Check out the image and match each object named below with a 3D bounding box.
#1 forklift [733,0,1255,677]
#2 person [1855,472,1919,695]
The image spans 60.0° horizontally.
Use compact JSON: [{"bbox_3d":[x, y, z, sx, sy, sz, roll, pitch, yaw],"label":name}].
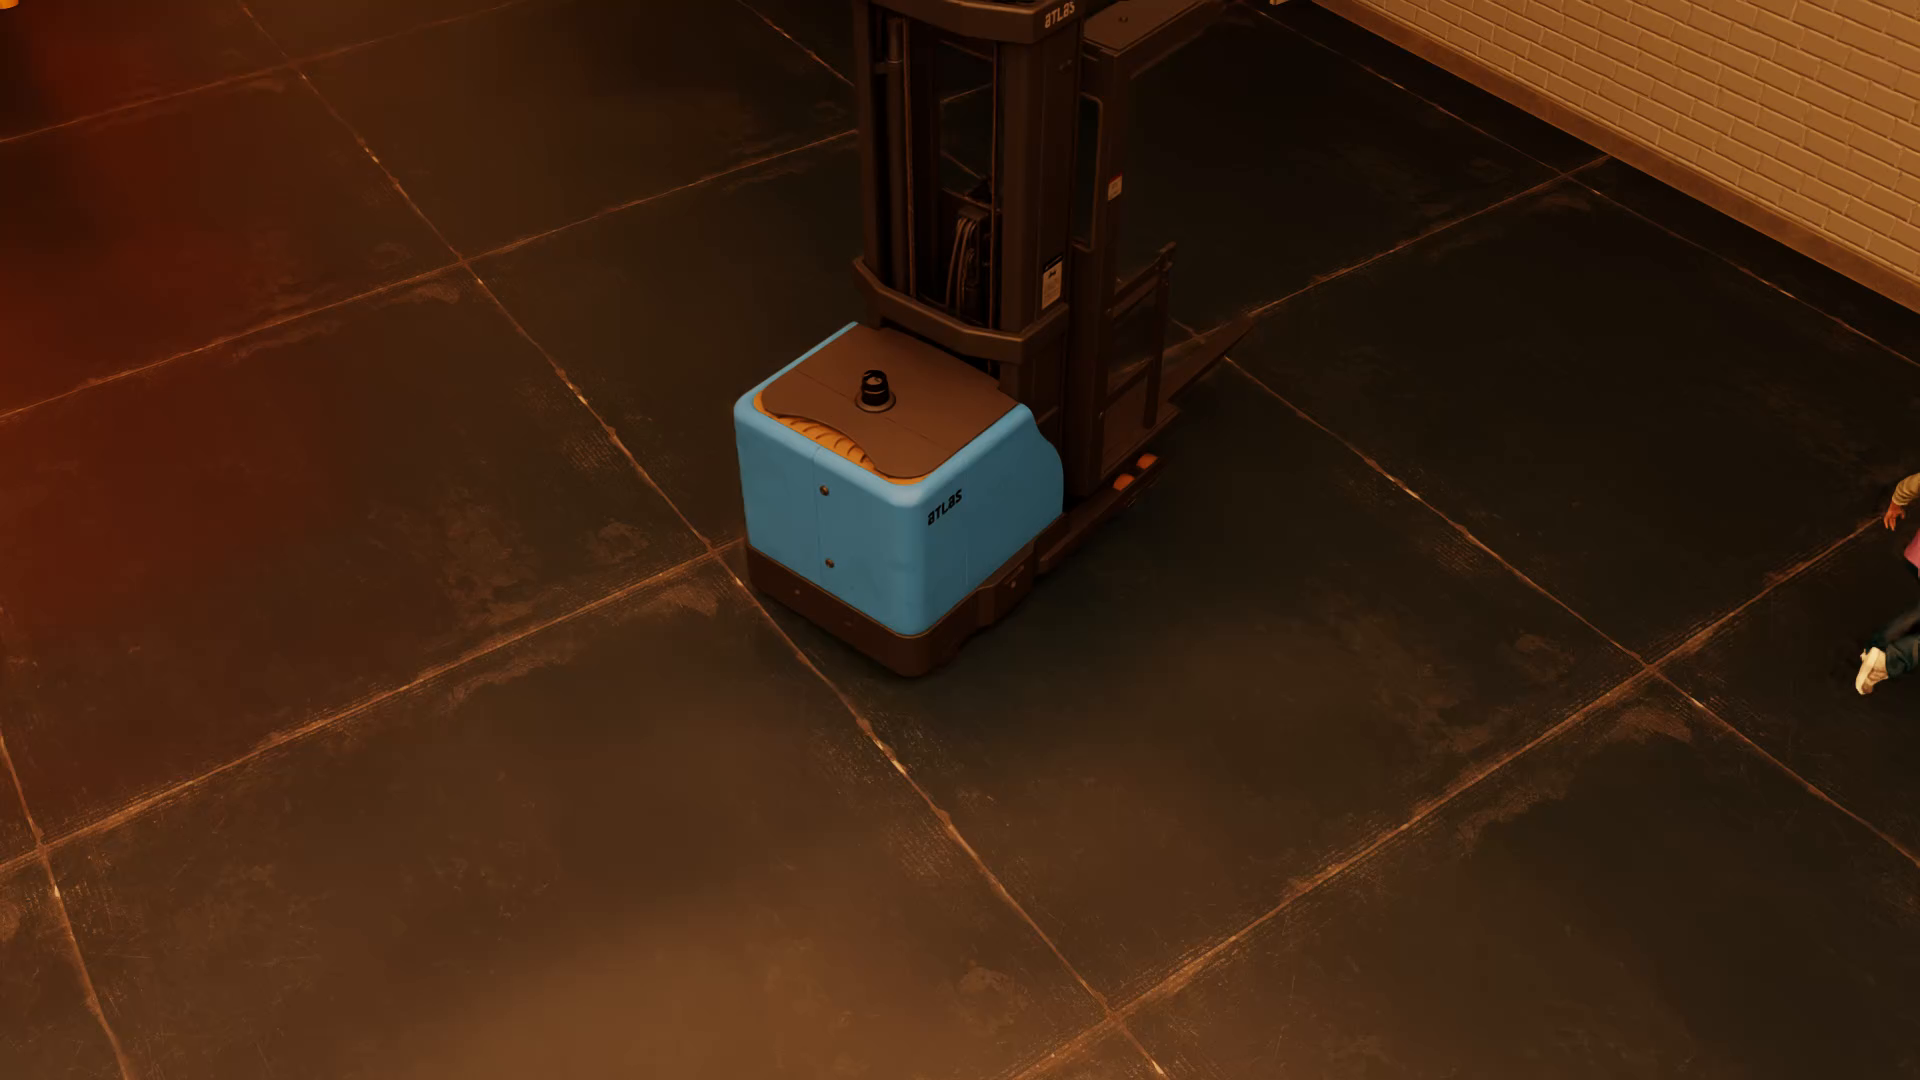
[{"bbox_3d":[0.353,-1.429,7.266,1.130,2.935,3.031,29,50,28],"label":"forklift"},{"bbox_3d":[4.048,0.080,6.779,0.583,1.402,0.692,-20,46,-20],"label":"person"}]
